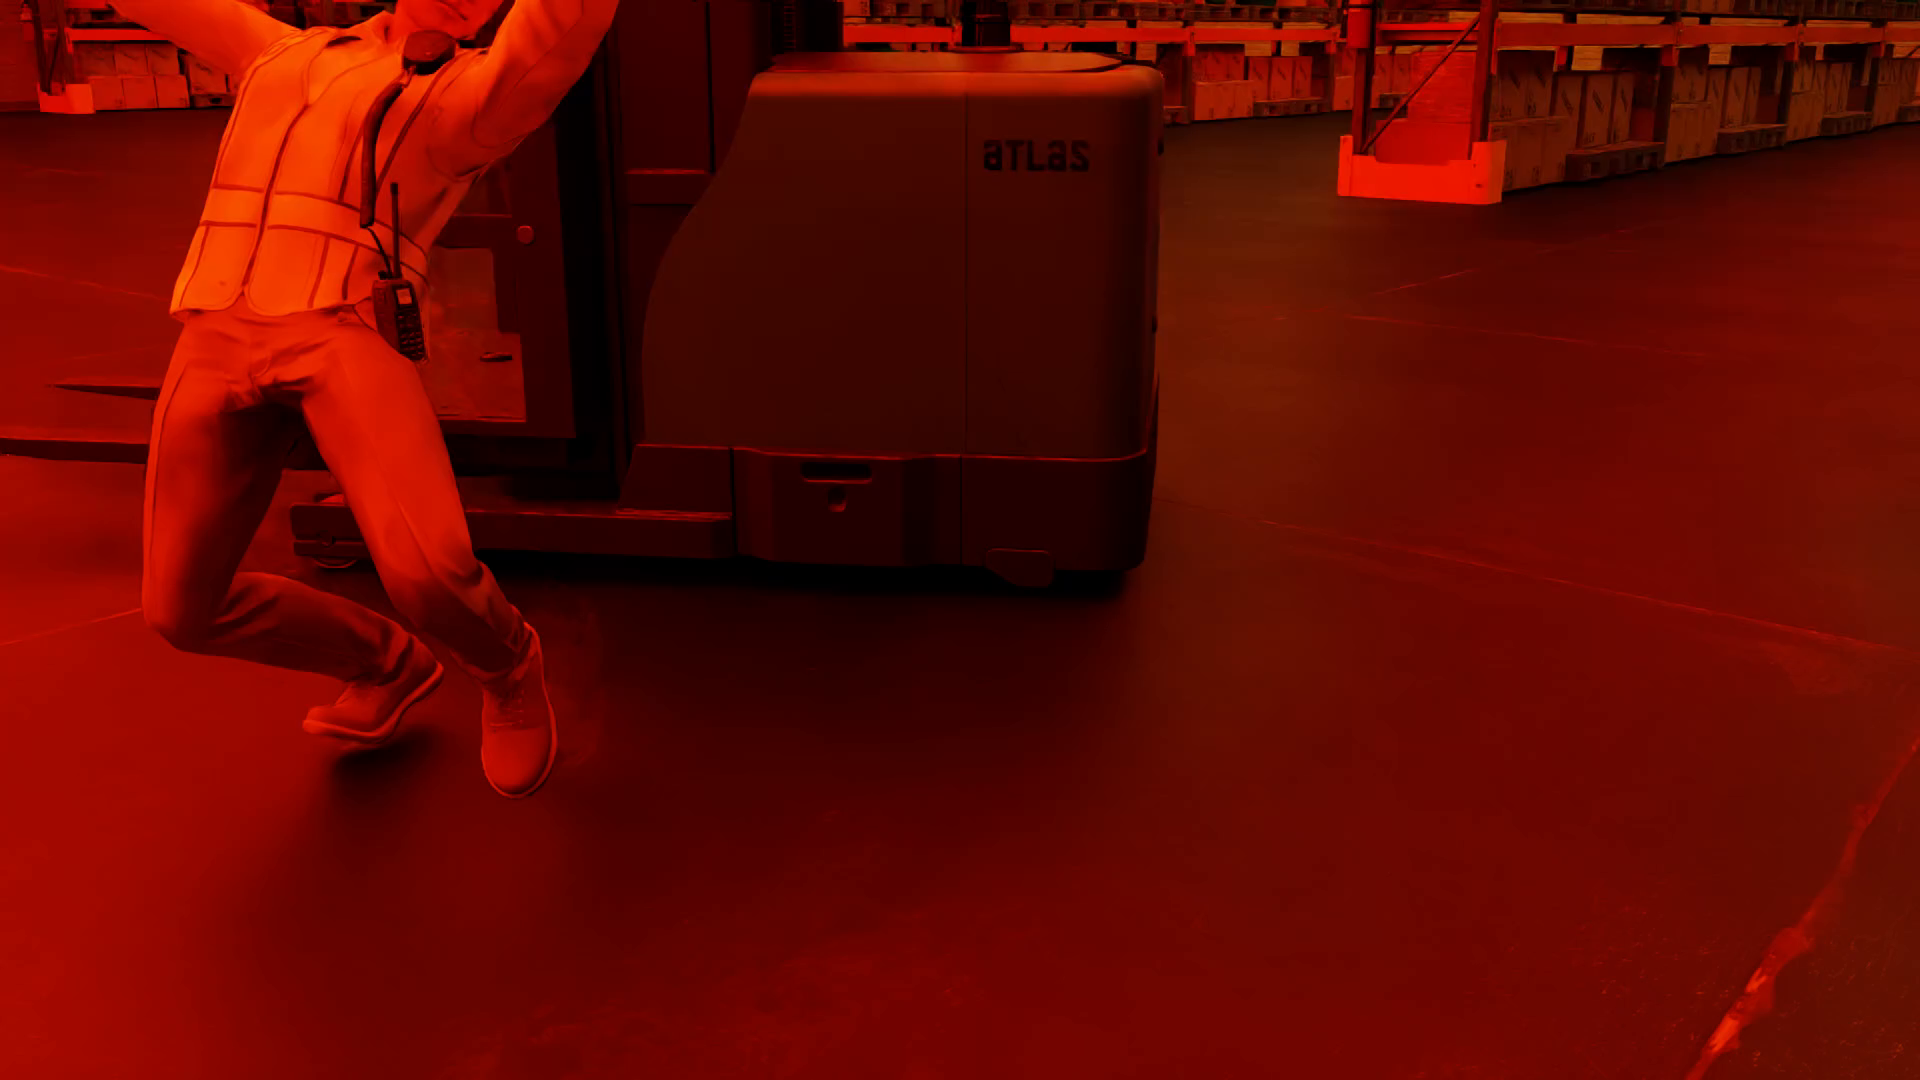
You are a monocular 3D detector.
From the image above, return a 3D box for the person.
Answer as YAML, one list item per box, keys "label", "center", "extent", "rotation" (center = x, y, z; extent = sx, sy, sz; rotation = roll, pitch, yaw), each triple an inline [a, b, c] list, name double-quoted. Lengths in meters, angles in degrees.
- label: "person"
  center: [-0.824, -0.362, 2.508]
  extent: [0.881, 1.539, 0.759]
  rotation: [5, 18, 17]

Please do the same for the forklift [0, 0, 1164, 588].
- label: "forklift"
  center: [-1.047, -1.477, 3.762]
  extent: [3.031, 2.935, 1.130]
  rotation: [2, 17, 8]
